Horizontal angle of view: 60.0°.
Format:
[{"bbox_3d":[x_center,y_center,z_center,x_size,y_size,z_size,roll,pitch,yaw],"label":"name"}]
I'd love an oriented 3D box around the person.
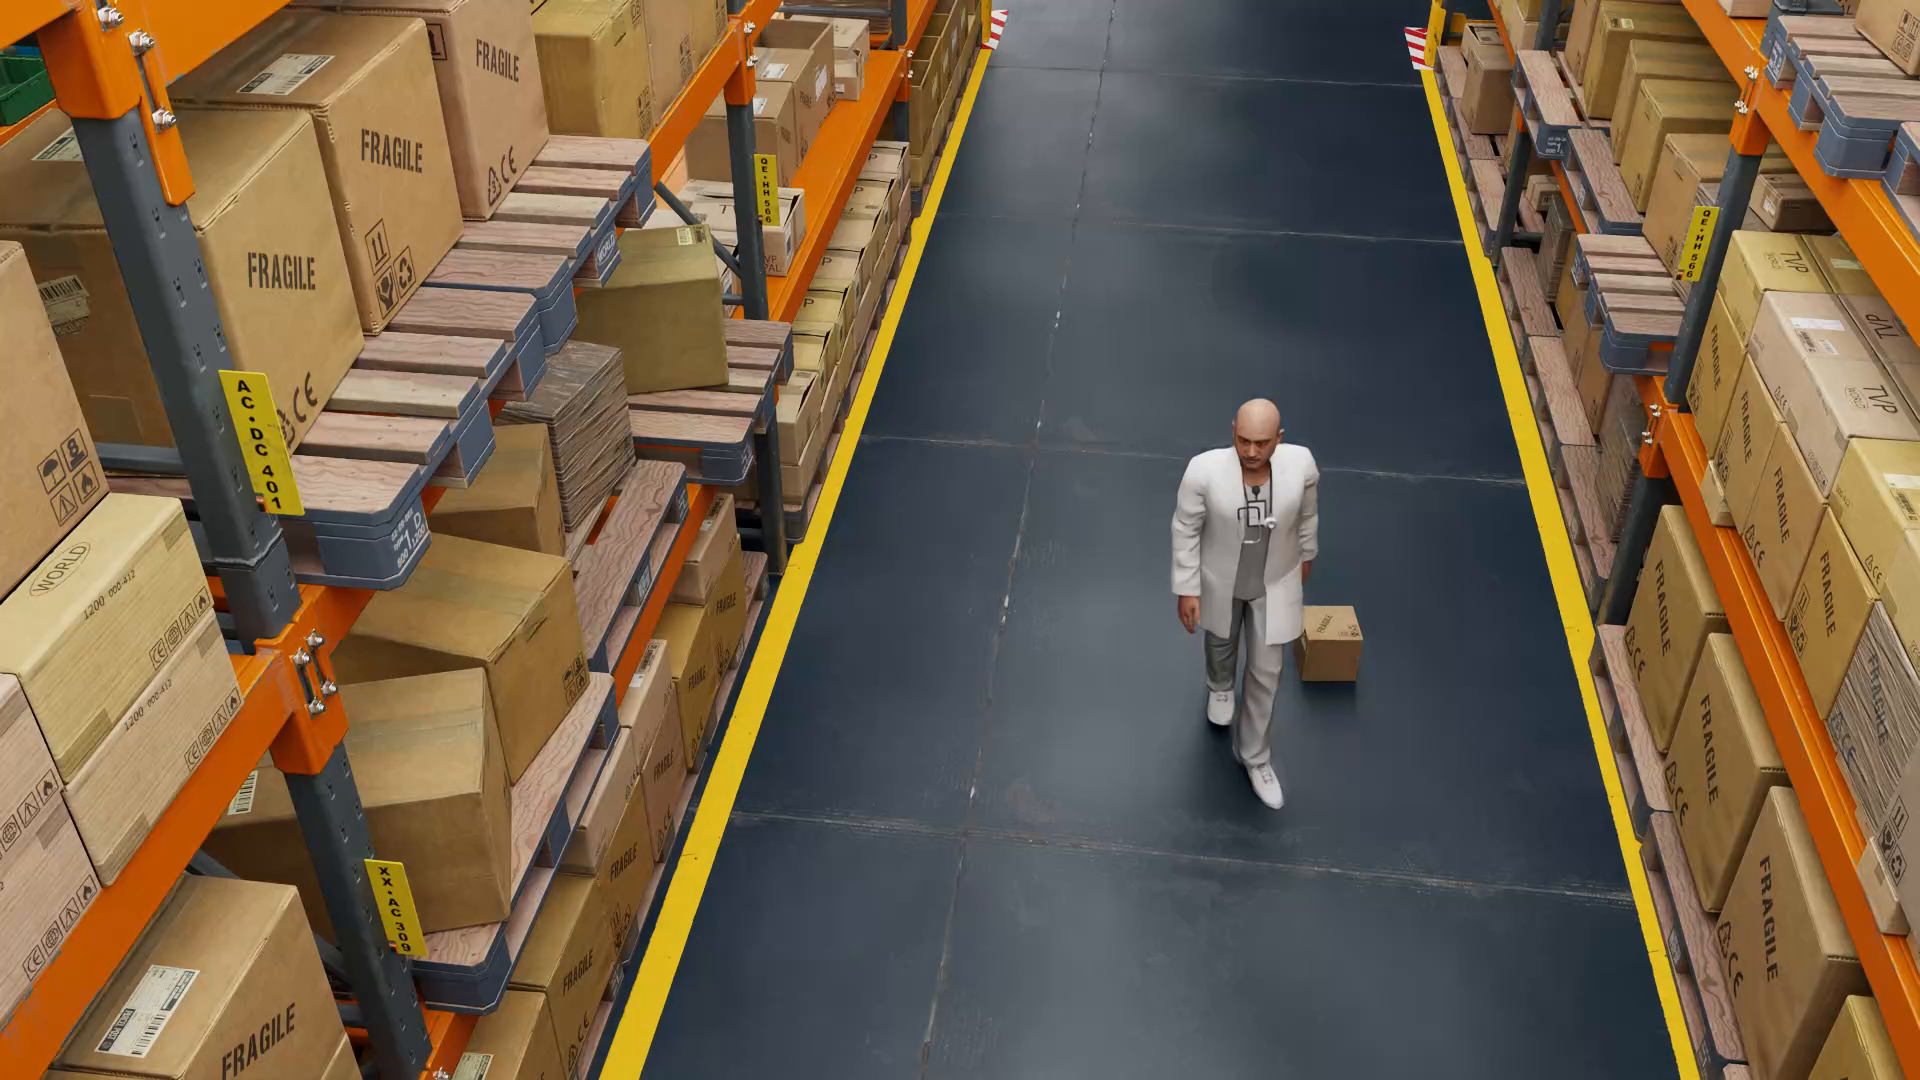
[{"bbox_3d":[1.157,0.173,6.827,0.618,1.804,0.793,4,36,6],"label":"person"}]
